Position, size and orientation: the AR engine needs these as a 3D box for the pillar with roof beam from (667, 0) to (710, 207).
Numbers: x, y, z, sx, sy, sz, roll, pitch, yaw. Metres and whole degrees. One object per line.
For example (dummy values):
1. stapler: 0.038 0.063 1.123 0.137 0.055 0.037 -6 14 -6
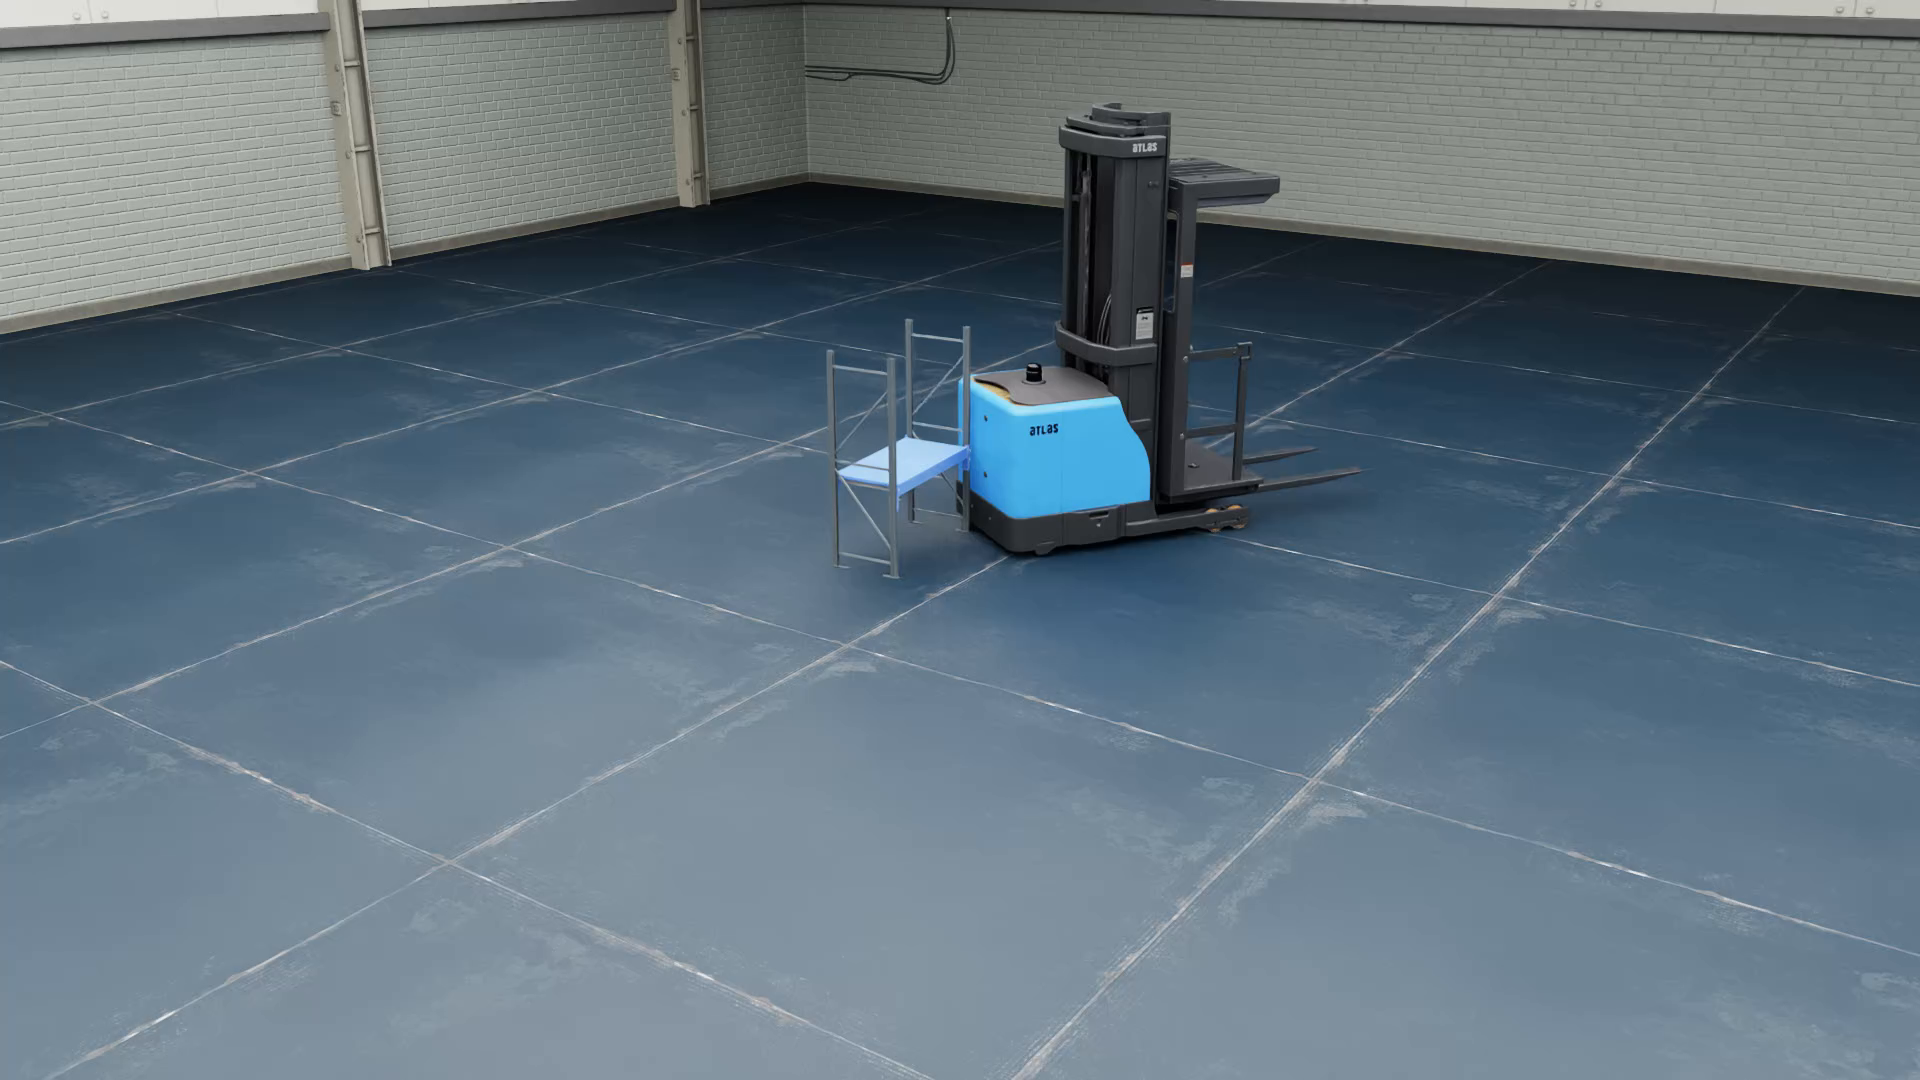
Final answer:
1. pillar with roof beam: -0.566 -8.590 22.016 9.100 9.000 0.400 13 24 32

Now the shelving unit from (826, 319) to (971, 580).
1. shelving unit: -0.397 -0.639 11.331 0.538 1.500 1.048 11 23 26

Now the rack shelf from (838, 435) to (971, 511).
1. rack shelf: -0.397 -0.470 11.393 0.538 0.185 1.000 11 23 26

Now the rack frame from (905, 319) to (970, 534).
1. rack frame: -0.155 -0.794 11.750 0.500 1.500 0.032 11 23 26

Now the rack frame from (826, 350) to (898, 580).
1. rack frame: -0.638 -0.484 10.911 0.500 1.500 0.032 11 23 26

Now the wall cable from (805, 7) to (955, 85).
1. wall cable: -1.377 -8.561 26.413 3.097 2.526 0.112 13 24 32

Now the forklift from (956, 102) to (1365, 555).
1. forklift: 1.537 -1.588 11.834 3.031 2.935 1.130 -9 22 -22

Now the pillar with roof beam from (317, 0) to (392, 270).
1. pillar with roof beam: -3.939 -6.868 17.362 9.100 9.000 0.400 13 24 32
